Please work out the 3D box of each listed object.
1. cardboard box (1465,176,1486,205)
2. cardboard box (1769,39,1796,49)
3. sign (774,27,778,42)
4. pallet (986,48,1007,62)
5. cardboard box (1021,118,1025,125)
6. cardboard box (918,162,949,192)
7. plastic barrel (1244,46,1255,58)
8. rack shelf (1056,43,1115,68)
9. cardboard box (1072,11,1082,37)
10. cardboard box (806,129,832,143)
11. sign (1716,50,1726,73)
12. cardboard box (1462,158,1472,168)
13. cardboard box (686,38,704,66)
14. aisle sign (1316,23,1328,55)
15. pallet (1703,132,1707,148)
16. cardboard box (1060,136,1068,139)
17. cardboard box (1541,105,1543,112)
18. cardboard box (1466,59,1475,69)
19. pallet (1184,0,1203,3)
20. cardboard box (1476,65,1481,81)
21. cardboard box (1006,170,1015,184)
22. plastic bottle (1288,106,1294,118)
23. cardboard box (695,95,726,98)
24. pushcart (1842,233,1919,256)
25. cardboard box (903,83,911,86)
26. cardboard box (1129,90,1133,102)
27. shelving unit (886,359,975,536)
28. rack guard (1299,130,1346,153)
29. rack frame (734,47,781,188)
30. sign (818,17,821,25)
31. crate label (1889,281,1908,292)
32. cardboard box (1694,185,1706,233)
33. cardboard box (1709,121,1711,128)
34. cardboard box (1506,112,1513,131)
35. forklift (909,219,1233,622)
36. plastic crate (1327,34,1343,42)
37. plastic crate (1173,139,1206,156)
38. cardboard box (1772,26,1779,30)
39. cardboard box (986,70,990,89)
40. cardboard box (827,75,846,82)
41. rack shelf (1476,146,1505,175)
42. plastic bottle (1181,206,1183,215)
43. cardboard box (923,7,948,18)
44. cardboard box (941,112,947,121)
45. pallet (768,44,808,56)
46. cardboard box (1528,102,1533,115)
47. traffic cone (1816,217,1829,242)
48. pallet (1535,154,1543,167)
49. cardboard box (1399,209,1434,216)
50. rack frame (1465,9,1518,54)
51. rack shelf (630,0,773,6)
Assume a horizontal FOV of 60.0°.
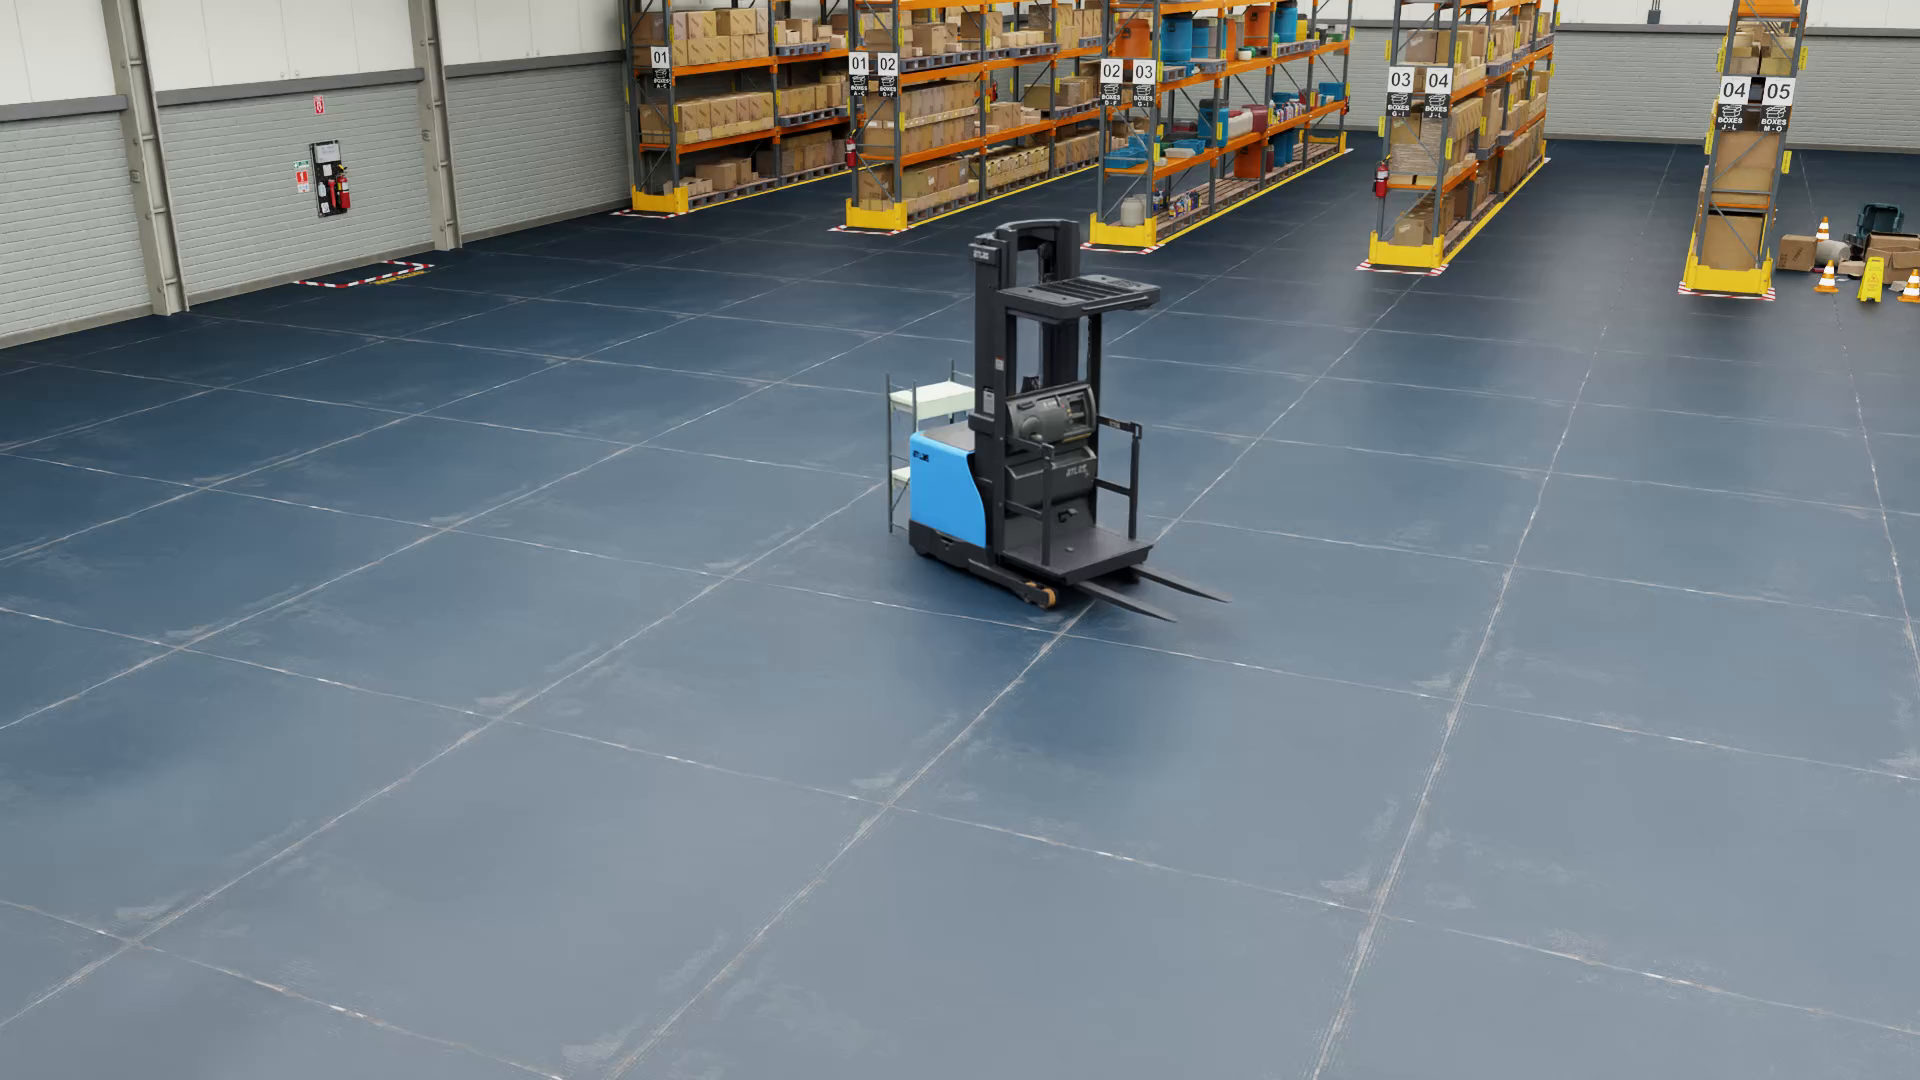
[{"bbox_3d":[10.034,-6.959,33.087,0.700,0.500,0.500,11,22,27],"label":"cardboard box"},{"bbox_3d":[13.408,-8.078,27.092,0.380,0.149,0.250,9,21,24],"label":"cardboard box"},{"bbox_3d":[-3.965,-10.884,35.800,0.100,0.325,0.005,9,21,23],"label":"sign"},{"bbox_3d":[0.407,-10.215,34.977,0.805,0.209,1.217,8,21,21],"label":"pallet"},{"bbox_3d":[1.224,-9.327,37.047,0.380,0.149,0.250,10,22,27],"label":"cardboard box"},{"bbox_3d":[-0.542,-7.245,33.174,0.500,0.500,0.500,9,21,23],"label":"cardboard box"},{"bbox_3d":[6.158,-10.420,35.500,0.294,0.245,0.294,0,20,0],"label":"plastic barrel"},{"bbox_3d":[2.514,-11.529,39.460,1.077,0.370,4.000,9,21,23],"label":"rack shelf"},{"bbox_3d":[2.516,-12.219,39.402,0.600,0.600,0.600,8,21,21],"label":"cardboard box"},{"bbox_3d":[-3.364,-9.511,39.145,0.500,0.250,0.500,9,21,24],"label":"cardboard box"},{"bbox_3d":[11.450,-7.197,25.004,0.100,0.325,0.005,9,21,23],"label":"sign"},{"bbox_3d":[9.005,-6.800,29.942,0.380,0.149,0.250,9,21,23],"label":"cardboard box"},{"bbox_3d":[-5.484,-9.773,33.270,0.500,0.500,0.500,10,22,26],"label":"cardboard box"},{"bbox_3d":[9.247,-12.895,42.826,0.394,0.787,0.004,9,21,23],"label":"aisle sign"},{"bbox_3d":[15.410,-7.913,32.983,1.213,0.211,1.003,9,21,23],"label":"pallet"},{"bbox_3d":[2.285,-9.510,40.260,0.500,0.500,0.500,8,21,21],"label":"cardboard box"},{"bbox_3d":[13.850,-10.423,40.128,0.380,0.149,0.250,9,21,24],"label":"cardboard box"},{"bbox_3d":[8.689,-8.248,28.789,0.380,0.149,0.250,10,22,25],"label":"cardboard box"},{"bbox_3d":[3.764,-9.858,30.092,1.003,0.211,1.213,9,21,23],"label":"pallet"},{"bbox_3d":[8.921,-8.269,29.444,0.500,0.250,0.500,9,22,24],"label":"cardboard box"},{"bbox_3d":[0.869,-7.927,36.211,0.500,0.250,0.500,8,21,21],"label":"cardboard box"},{"bbox_3d":[7.628,-9.896,38.456,0.152,0.276,0.135,9,21,23],"label":"plastic bottle"},{"bbox_3d":[-5.271,-9.167,35.296,0.500,0.500,0.500,9,22,24],"label":"cardboard box"},{"bbox_3d":[16.034,-4.962,28.312,1.648,0.377,0.936,1,20,4],"label":"pushcart"},{"bbox_3d":[-1.560,-11.456,42.034,0.500,0.500,0.500,9,21,23],"label":"cardboard box"},{"bbox_3d":[4.204,-11.541,42.748,0.500,0.500,0.500,8,21,22],"label":"cardboard box"},{"bbox_3d":[-0.233,-0.796,14.923,0.755,1.500,0.431,-16,25,-38],"label":"shelving unit"},{"bbox_3d":[9.487,-10.439,43.529,1.175,0.500,0.348,9,21,23],"label":"rack guard"},{"bbox_3d":[-4.464,-9.299,36.592,1.000,3.000,0.127,9,21,23],"label":"rack frame"},{"bbox_3d":[-3.329,-12.294,39.649,0.100,0.325,0.005,9,21,23],"label":"sign"},{"bbox_3d":[14.609,-3.934,25.780,0.250,0.136,0.298,-2,20,-5],"label":"crate label"},{"bbox_3d":[13.749,-5.888,29.733,1.050,0.750,0.750,8,21,22],"label":"cardboard box"},{"bbox_3d":[15.002,-8.204,32.819,0.380,0.149,0.250,9,21,24],"label":"cardboard box"},{"bbox_3d":[11.179,-8.641,34.593,0.500,0.500,0.500,9,22,24],"label":"cardboard box"},{"bbox_3d":[0.889,-1.016,13.405,1.130,2.935,3.031,-16,25,-38],"label":"forklift"},{"bbox_3d":[9.345,-12.580,41.660,0.450,0.188,0.336,9,21,23],"label":"plastic crate"},{"bbox_3d":[4.369,-7.494,31.739,0.499,0.251,0.616,9,21,23],"label":"plastic crate"},{"bbox_3d":[17.193,-10.816,35.264,0.380,0.149,0.250,8,21,22],"label":"cardboard box"},{"bbox_3d":[0.251,-12.951,46.415,0.980,0.700,0.700,10,22,25],"label":"cardboard box"},{"bbox_3d":[-2.940,-10.972,39.523,0.380,0.149,0.250,6,20,16],"label":"cardboard box"},{"bbox_3d":[9.912,-7.532,32.699,1.077,0.370,4.000,9,21,23],"label":"rack shelf"},{"bbox_3d":[4.185,-6.283,31.631,0.097,0.201,0.097,0,20,0],"label":"plastic bottle"},{"bbox_3d":[-0.640,-13.865,43.283,0.500,0.500,0.500,8,21,22],"label":"cardboard box"},{"bbox_3d":[-0.486,-8.391,32.922,0.380,0.149,0.250,9,22,24],"label":"cardboard box"},{"bbox_3d":[-4.114,-10.798,36.611,1.213,0.211,1.003,9,21,23],"label":"pallet"},{"bbox_3d":[12.801,-9.882,38.014,0.500,0.250,0.500,8,21,22],"label":"cardboard box"},{"bbox_3d":[15.504,-5.556,29.854,0.336,0.463,0.334,9,21,23],"label":"traffic cone"},{"bbox_3d":[13.751,-9.359,40.924,1.003,0.211,1.213,9,21,23],"label":"pallet"},{"bbox_3d":[7.940,-5.433,28.826,0.500,0.500,0.500,15,25,37],"label":"cardboard box"},{"bbox_3d":[10.731,-11.309,33.292,1.000,3.000,0.127,9,21,23],"label":"rack frame"},{"bbox_3d":[-5.283,-11.173,33.989,1.077,0.370,4.000,9,21,23],"label":"rack shelf"}]
